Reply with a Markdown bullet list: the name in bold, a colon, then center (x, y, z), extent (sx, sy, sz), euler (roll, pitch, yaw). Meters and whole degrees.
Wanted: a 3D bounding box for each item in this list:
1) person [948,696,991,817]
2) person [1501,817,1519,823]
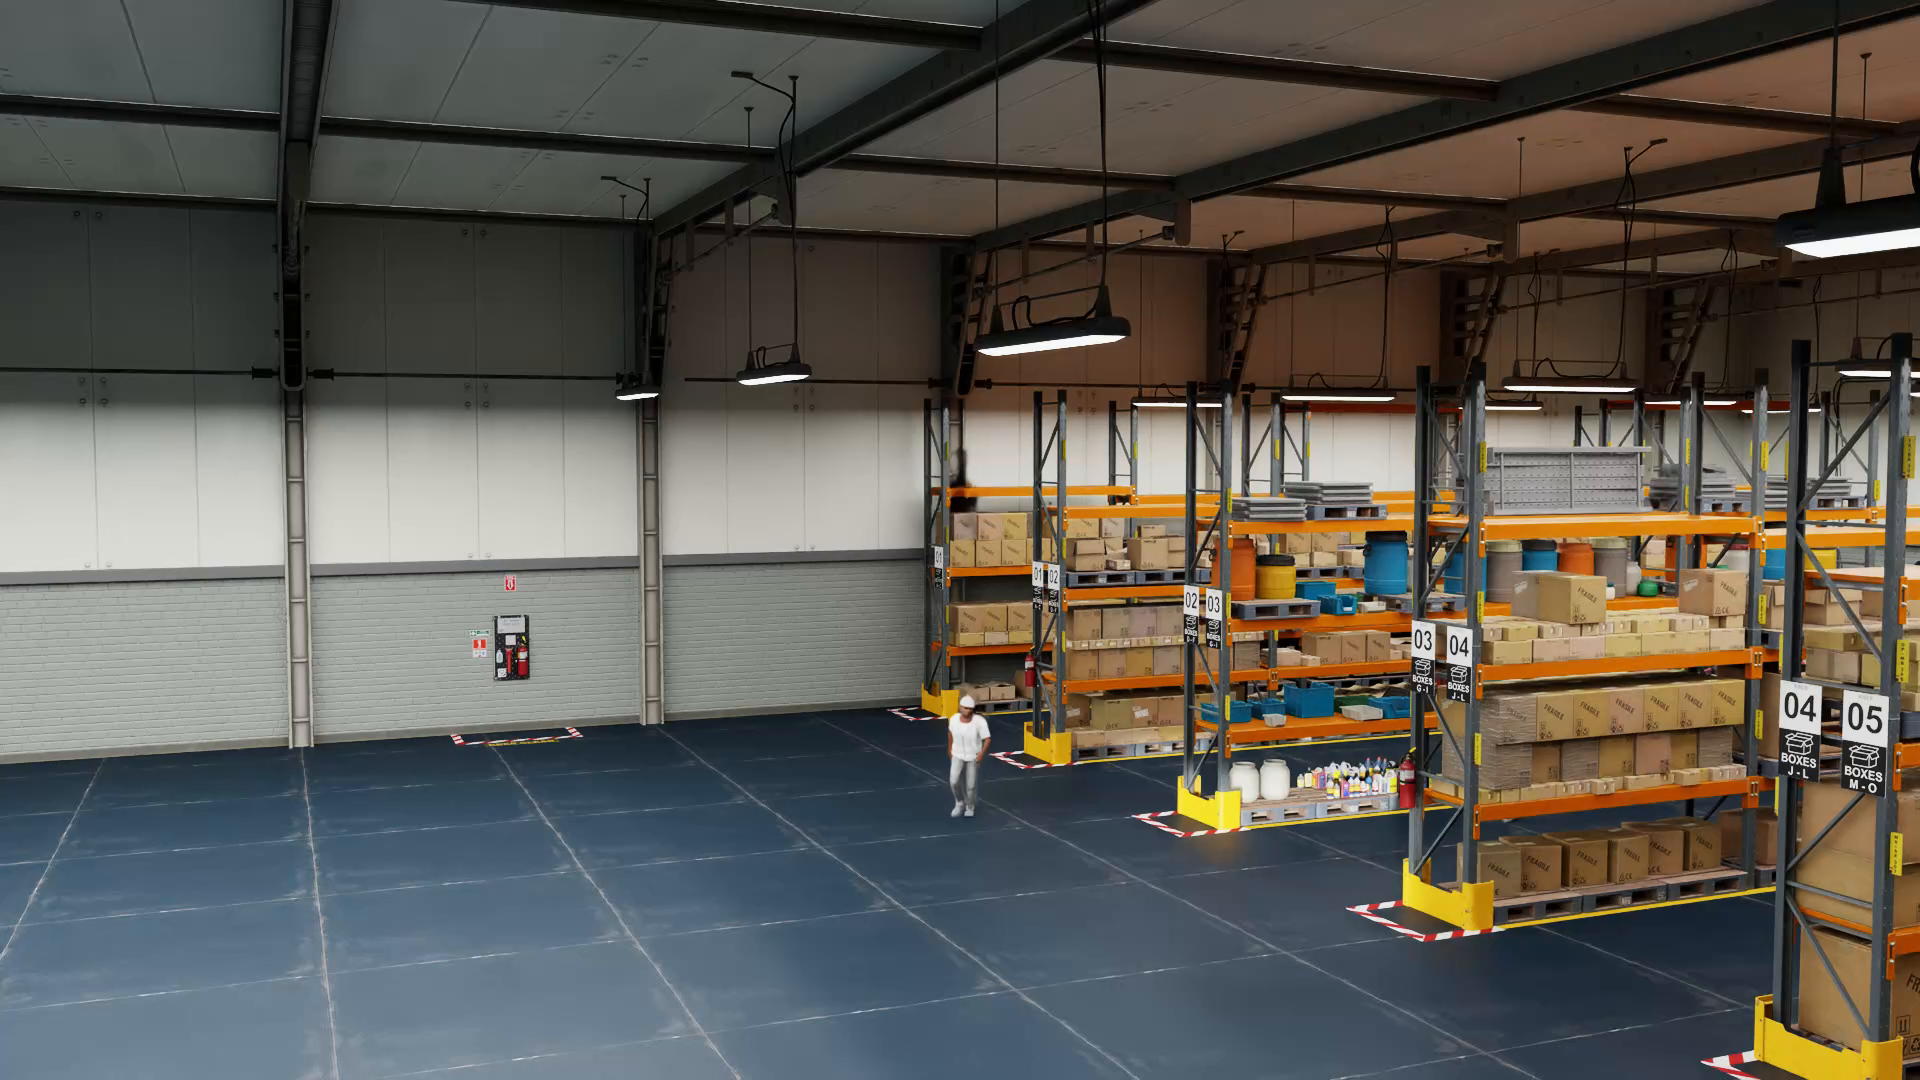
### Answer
- **person**: center (0.094, 2.959, 22.616), extent (0.680, 1.711, 0.821), euler (1, 3, 12)
- **person**: center (7.702, 3.100, 22.734), extent (1.101, 1.523, 0.598), euler (-2, 4, -35)
